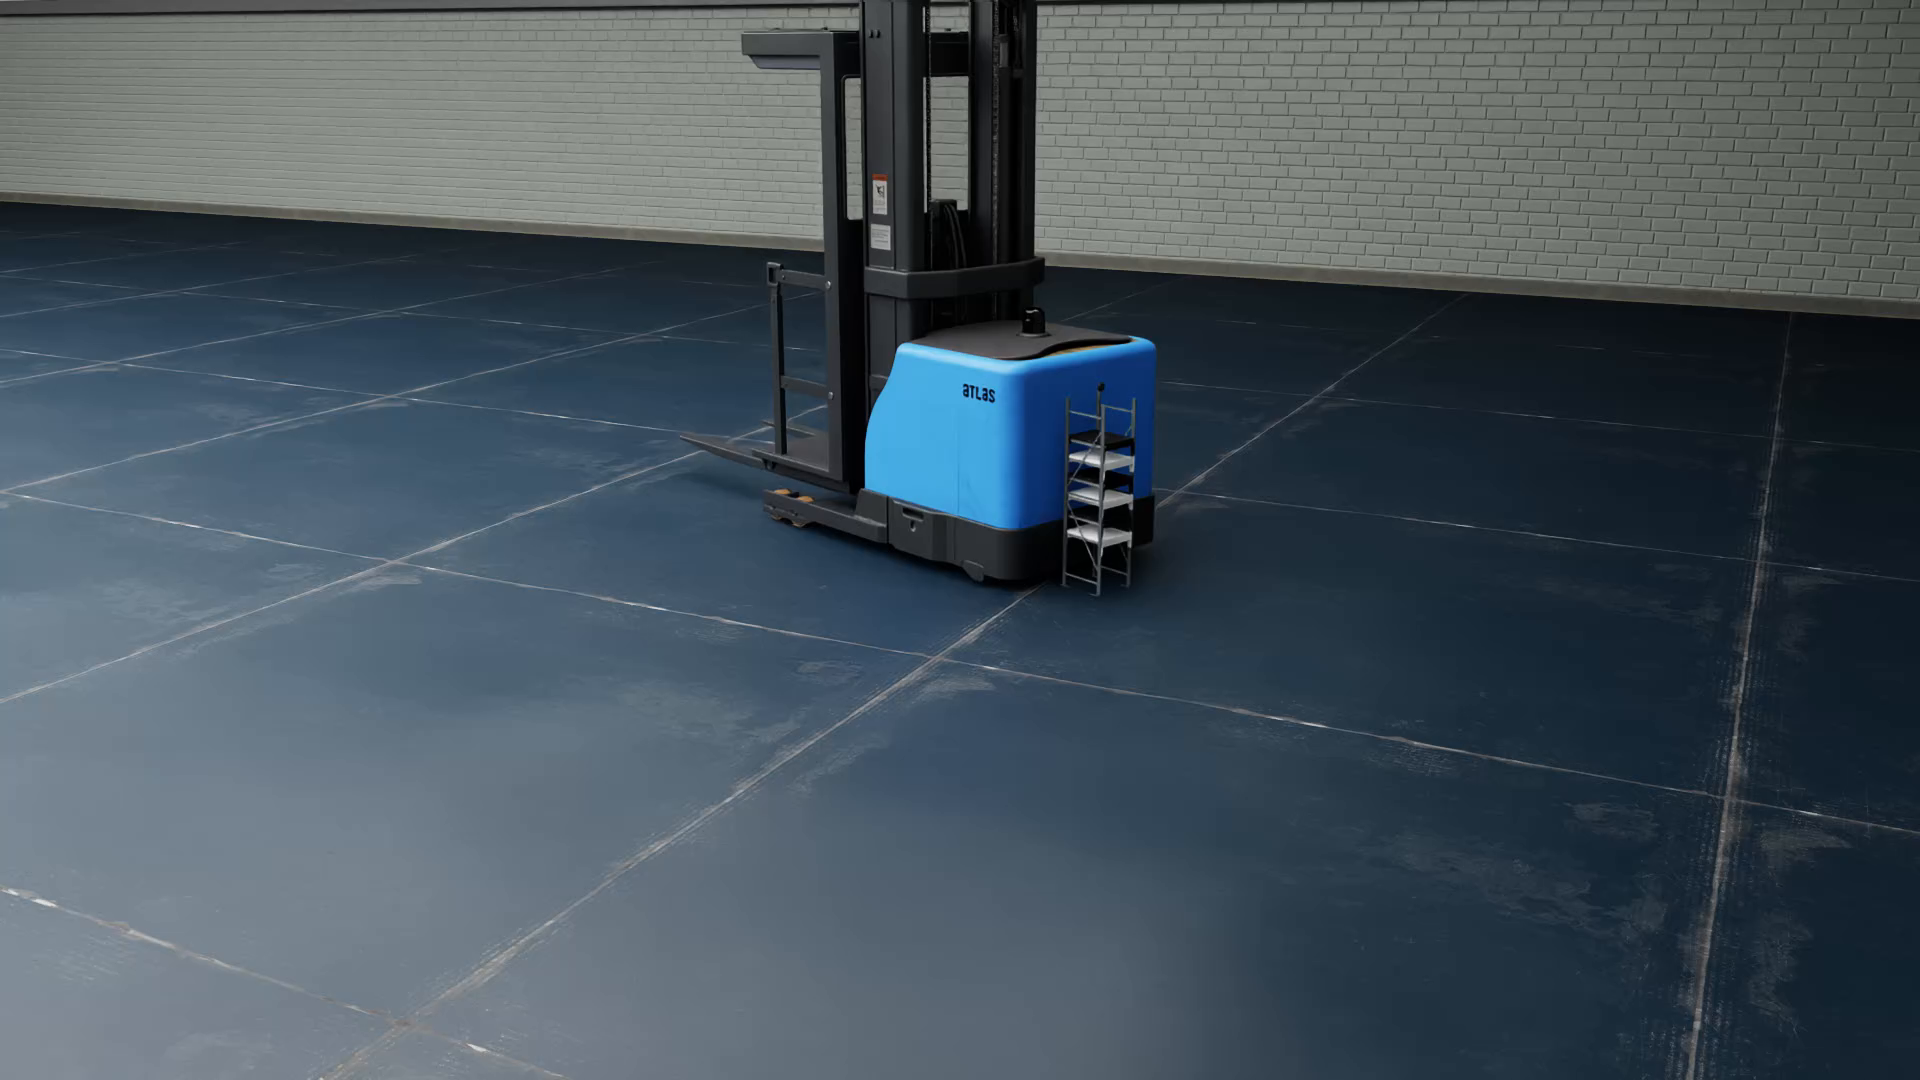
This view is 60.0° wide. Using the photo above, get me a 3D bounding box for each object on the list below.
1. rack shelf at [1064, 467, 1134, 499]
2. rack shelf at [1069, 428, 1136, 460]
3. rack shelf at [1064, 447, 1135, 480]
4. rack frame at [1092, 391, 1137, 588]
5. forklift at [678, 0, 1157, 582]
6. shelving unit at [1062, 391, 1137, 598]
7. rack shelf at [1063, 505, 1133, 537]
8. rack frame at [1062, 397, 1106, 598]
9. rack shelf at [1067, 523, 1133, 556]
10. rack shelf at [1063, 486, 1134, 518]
[{"bbox_3d":[0.639,-0.266,7.641,0.200,0.077,0.258,-15,22,-40],"label":"rack shelf"},{"bbox_3d":[0.639,-0.439,7.589,0.200,0.077,0.258,-15,22,-40],"label":"rack shelf"},{"bbox_3d":[0.639,-0.353,7.615,0.200,0.077,0.258,-15,22,-40],"label":"rack shelf"},{"bbox_3d":[0.714,-0.232,7.723,0.006,0.900,0.240,-15,22,-40],"label":"rack frame"},{"bbox_3d":[-0.402,-1.556,8.616,1.130,2.935,3.031,-15,22,-40],"label":"forklift"},{"bbox_3d":[0.639,-0.212,7.657,0.210,0.900,0.258,-15,22,-40],"label":"shelving unit"},{"bbox_3d":[0.639,-0.094,7.692,0.200,0.077,0.258,-15,22,-40],"label":"rack shelf"},{"bbox_3d":[0.564,-0.193,7.591,0.006,0.900,0.240,-15,22,-40],"label":"rack frame"},{"bbox_3d":[0.638,-0.008,7.718,0.200,0.077,0.258,-15,22,-40],"label":"rack shelf"},{"bbox_3d":[0.639,-0.180,7.666,0.200,0.077,0.258,-15,22,-40],"label":"rack shelf"}]
